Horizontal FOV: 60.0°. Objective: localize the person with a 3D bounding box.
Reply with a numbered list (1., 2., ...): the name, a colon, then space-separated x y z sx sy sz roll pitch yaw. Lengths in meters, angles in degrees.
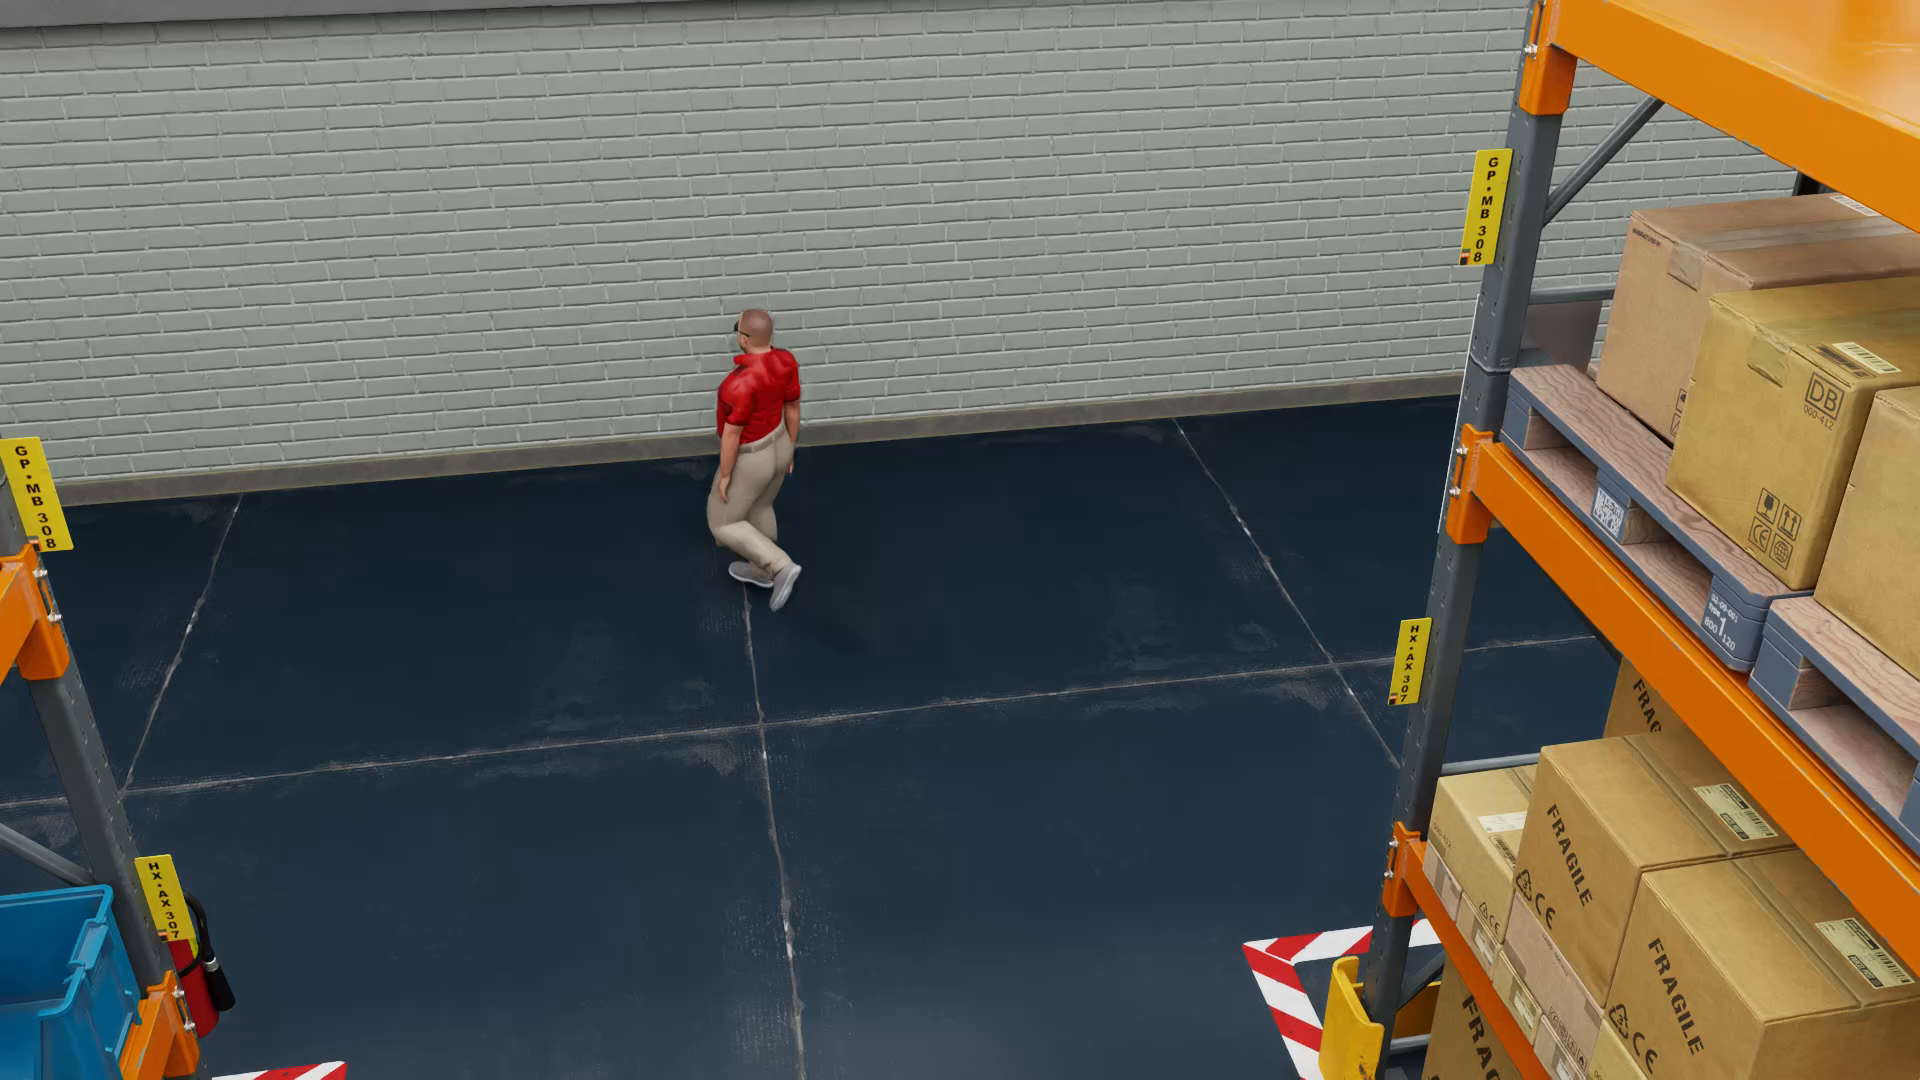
1. person: -1.088 -0.436 8.864 0.635 1.709 0.552 17 34 26
